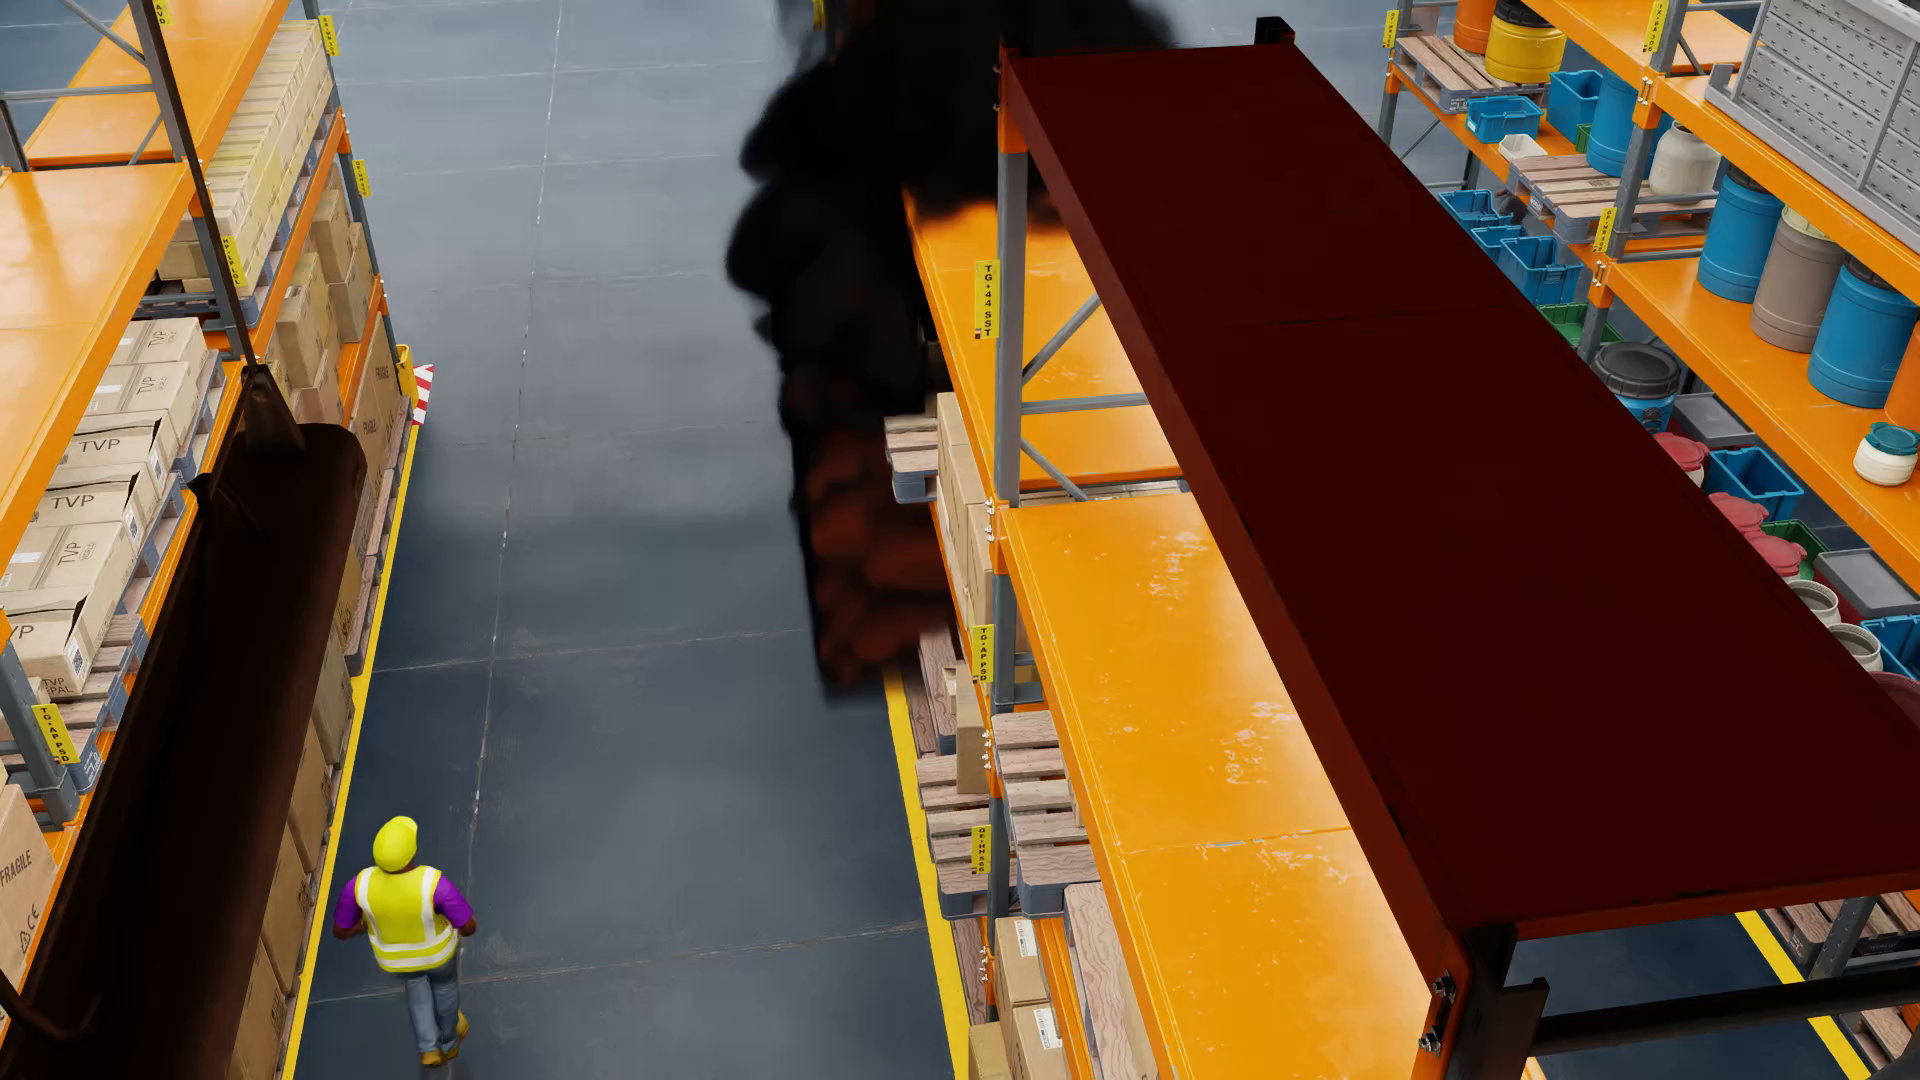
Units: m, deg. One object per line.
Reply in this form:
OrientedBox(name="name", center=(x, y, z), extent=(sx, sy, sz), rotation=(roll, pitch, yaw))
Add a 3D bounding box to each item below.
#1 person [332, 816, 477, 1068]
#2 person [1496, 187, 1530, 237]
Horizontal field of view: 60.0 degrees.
OrientedBox(name="person", center=(-2.812, 2.122, 8.623), extent=(0.693, 1.743, 0.509), rotation=(-4, 36, -5))
OrientedBox(name="person", center=(5.427, -3.214, 16.287), extent=(0.613, 1.249, 0.475), rotation=(-26, 44, -31))
